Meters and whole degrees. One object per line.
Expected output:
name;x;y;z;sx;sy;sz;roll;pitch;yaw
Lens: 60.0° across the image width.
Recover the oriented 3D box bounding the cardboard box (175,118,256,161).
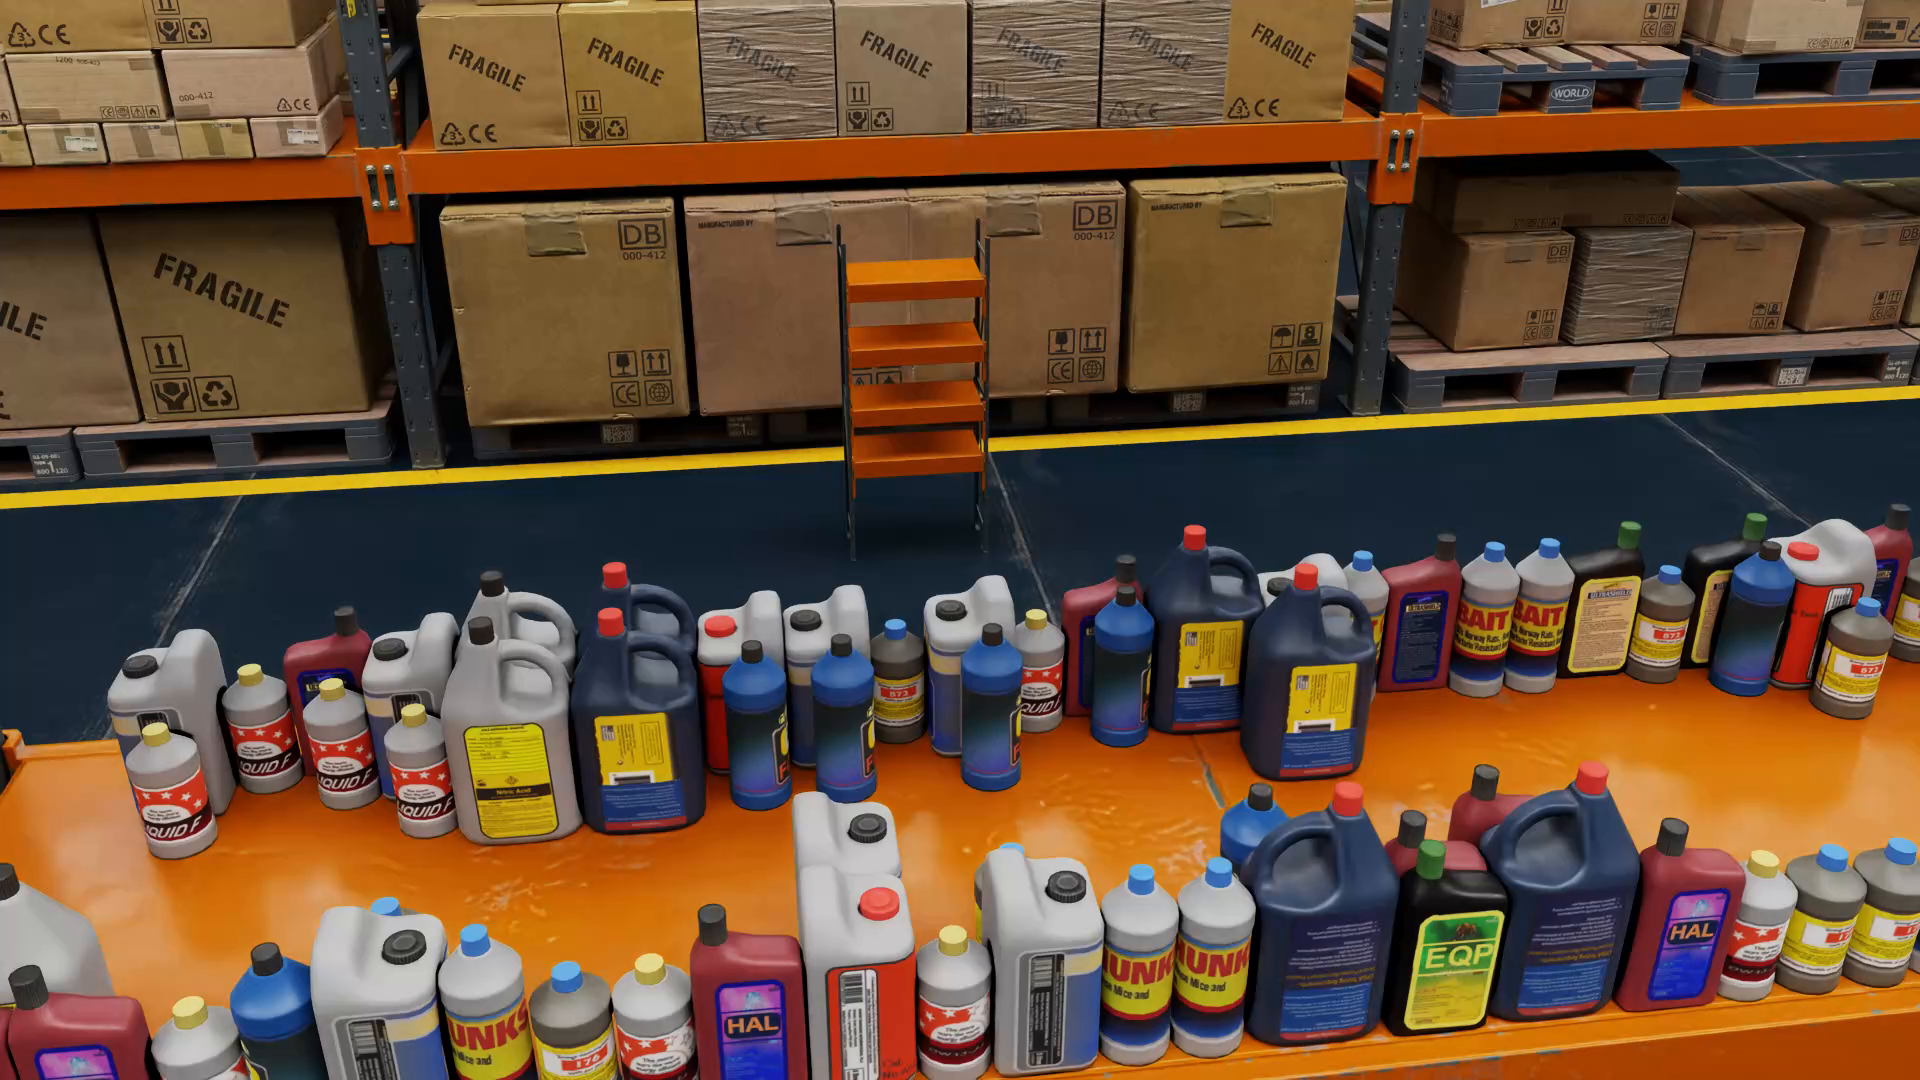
cardboard box;-2.757;-1.551;6.262;0.250;0.149;0.380;-3;27;-6

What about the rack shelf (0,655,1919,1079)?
rack shelf;0.425;0.585;2.611;4.000;0.370;1.077;-4;27;-7

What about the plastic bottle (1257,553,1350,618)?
plastic bottle;0.559;0.163;2.783;0.135;0.276;0.152;-4;27;-7

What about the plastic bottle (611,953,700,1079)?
plastic bottle;-0.370;0.593;2.026;0.097;0.201;0.097;0;27;0

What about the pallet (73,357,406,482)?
pallet;-3.009;-0.593;7.174;1.213;0.211;1.003;-4;27;-7

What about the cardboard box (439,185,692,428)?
cardboard box;-1.614;-1.138;7.049;0.875;0.875;1.225;-4;27;-7

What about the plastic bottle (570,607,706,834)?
plastic bottle;-0.488;0.262;2.509;0.185;0.351;0.144;-4;27;-7

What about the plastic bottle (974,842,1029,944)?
plastic bottle;0.067;0.495;2.217;0.097;0.201;0.097;0;27;0

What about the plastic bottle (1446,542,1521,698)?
plastic bottle;0.898;0.131;2.851;0.097;0.271;0.097;0;27;0

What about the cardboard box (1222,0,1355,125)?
cardboard box;1.261;-2.002;6.756;0.500;0.500;0.500;-3;27;-6

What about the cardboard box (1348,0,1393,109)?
cardboard box;2.605;-3.591;11.966;0.750;0.750;1.050;-3;27;-6

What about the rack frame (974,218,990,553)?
rack frame;0.078;-0.539;5.986;0.015;1.200;0.240;-4;27;-7

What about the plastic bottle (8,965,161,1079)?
plastic bottle;-1.001;0.606;1.912;0.133;0.283;0.061;-4;27;-7

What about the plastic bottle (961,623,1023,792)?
plastic bottle;0.050;0.255;2.608;0.097;0.271;0.097;0;27;0

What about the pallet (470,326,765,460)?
pallet;-1.492;-0.689;7.361;1.213;0.211;1.003;-4;27;-7

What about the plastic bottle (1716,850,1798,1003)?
plastic bottle;1.044;0.502;2.203;0.097;0.201;0.097;0;27;0

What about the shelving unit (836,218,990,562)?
shelving unit;-0.164;-0.523;5.956;0.503;1.200;0.258;-4;27;-7

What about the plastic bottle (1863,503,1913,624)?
plastic bottle;1.600;0.072;2.952;0.133;0.283;0.061;-4;27;-7

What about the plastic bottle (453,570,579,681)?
plastic bottle;-0.691;0.208;2.613;0.185;0.351;0.144;-4;27;-7

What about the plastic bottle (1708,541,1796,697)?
plastic bottle;1.364;0.129;2.854;0.097;0.271;0.097;0;27;0

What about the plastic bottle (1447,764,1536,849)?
plastic bottle;0.730;0.428;2.258;0.133;0.283;0.061;-4;27;-7

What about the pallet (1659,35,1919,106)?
pallet;3.670;-2.160;7.384;1.213;0.211;1.003;-4;27;-7

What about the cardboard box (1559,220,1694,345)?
cardboard box;2.924;-1.277;7.710;0.500;0.500;0.700;-6;28;-11

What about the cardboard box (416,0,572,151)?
cardboard box;-1.755;-1.807;6.377;0.500;0.500;0.500;-4;27;-7

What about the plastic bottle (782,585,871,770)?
plastic bottle;-0.216;0.213;2.686;0.135;0.276;0.152;-4;27;-7

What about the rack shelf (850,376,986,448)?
rack shelf;-0.164;-0.463;5.986;0.480;0.148;0.258;-4;27;-7

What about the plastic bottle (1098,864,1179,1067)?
plastic bottle;0.221;0.524;2.084;0.097;0.271;0.097;0;27;0

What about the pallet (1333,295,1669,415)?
pallet;2.490;-0.909;7.791;1.213;0.211;1.003;-4;27;-7

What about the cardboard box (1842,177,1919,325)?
cardboard box;4.591;-1.388;7.925;0.500;0.500;0.700;-4;27;-7

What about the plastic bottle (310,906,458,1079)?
plastic bottle;-0.682;0.567;1.995;0.135;0.276;0.152;-4;27;-7

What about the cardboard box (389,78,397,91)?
cardboard box;-3.645;-3.085;10.987;0.250;0.149;0.380;-4;27;-8

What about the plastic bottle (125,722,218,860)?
plastic bottle;-1.174;0.365;2.471;0.097;0.201;0.097;0;27;0

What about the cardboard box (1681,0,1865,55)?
cardboard box;3.407;-2.224;7.002;0.500;0.250;0.500;-4;27;-9

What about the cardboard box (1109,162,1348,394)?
cardboard box;1.029;-1.308;7.381;0.875;0.875;1.225;-5;28;-10

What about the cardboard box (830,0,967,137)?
cardboard box;-0.251;-1.906;6.570;0.500;0.500;0.500;-3;27;-6

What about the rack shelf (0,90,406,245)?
rack shelf;-4.226;-1.399;6.479;4.000;0.370;1.077;-4;27;-7

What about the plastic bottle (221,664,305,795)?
plastic bottle;-1.099;0.290;2.617;0.097;0.201;0.097;0;27;0

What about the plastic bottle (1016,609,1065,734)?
plastic bottle;0.125;0.211;2.770;0.097;0.201;0.097;0;27;0

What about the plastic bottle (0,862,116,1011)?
plastic bottle;-1.122;0.536;1.973;0.185;0.351;0.144;-4;27;-7

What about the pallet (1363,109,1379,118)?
pallet;3.121;-3.201;12.257;1.213;0.211;1.003;-4;27;-7

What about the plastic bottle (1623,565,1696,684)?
plastic bottle;1.223;0.141;2.907;0.097;0.201;0.097;0;27;0

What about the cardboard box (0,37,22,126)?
cardboard box;-3.664;-1.699;6.114;0.500;0.250;0.500;-3;27;-6

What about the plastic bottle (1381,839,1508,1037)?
plastic bottle;0.618;0.502;2.114;0.133;0.283;0.061;-4;27;-7

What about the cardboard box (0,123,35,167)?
cardboard box;-3.521;-1.502;6.166;0.250;0.149;0.380;-3;27;-6

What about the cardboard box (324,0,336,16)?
cardboard box;-2.755;-2.331;6.524;0.500;0.500;0.500;-4;27;-7

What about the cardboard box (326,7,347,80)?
cardboard box;-2.747;-2.001;6.702;0.500;0.250;0.500;-4;27;-8
